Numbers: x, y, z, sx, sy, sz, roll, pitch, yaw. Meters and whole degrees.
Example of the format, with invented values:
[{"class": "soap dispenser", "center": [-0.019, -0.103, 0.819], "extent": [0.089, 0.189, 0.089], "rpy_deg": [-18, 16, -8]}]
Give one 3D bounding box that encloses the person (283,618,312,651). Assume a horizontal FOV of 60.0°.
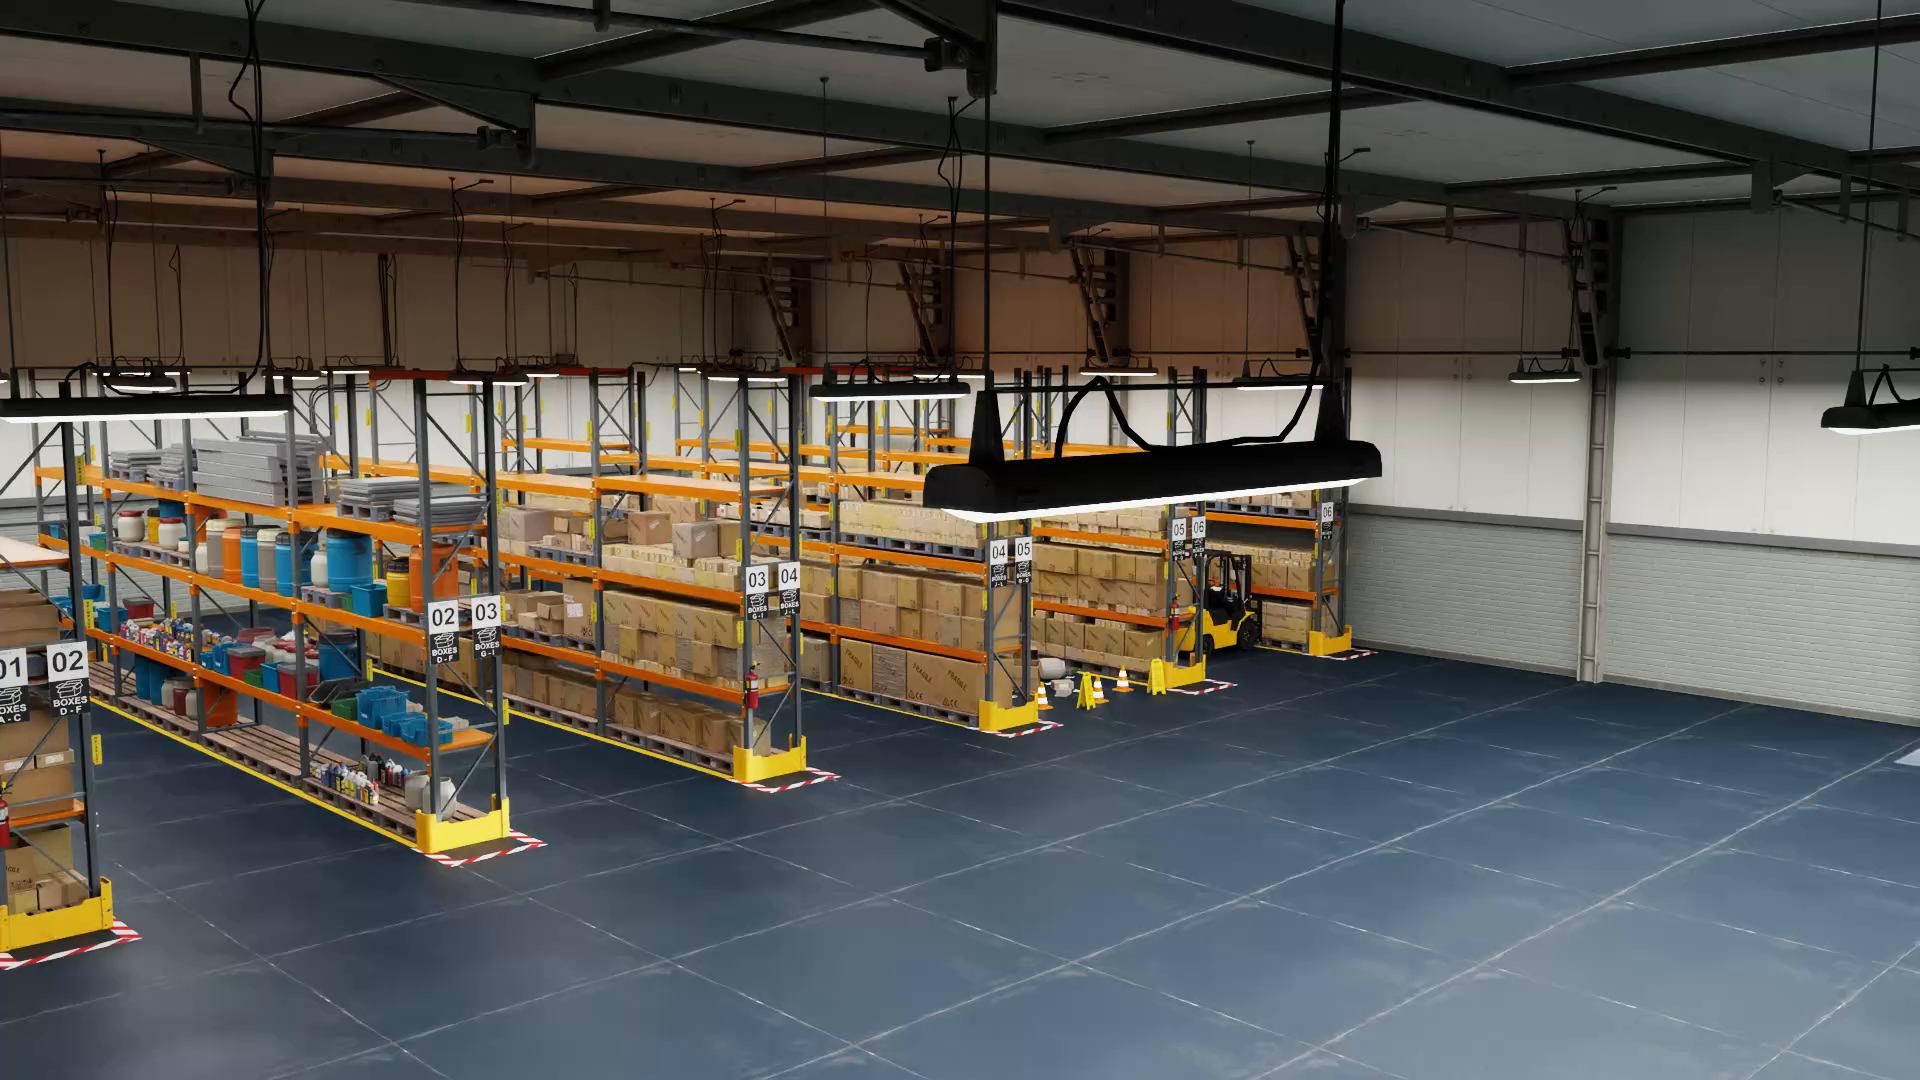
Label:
[{"class": "person", "center": [-11.806, 2.164, 29.748], "extent": [0.536, 1.658, 0.611], "rpy_deg": [5, 8, 37]}]
